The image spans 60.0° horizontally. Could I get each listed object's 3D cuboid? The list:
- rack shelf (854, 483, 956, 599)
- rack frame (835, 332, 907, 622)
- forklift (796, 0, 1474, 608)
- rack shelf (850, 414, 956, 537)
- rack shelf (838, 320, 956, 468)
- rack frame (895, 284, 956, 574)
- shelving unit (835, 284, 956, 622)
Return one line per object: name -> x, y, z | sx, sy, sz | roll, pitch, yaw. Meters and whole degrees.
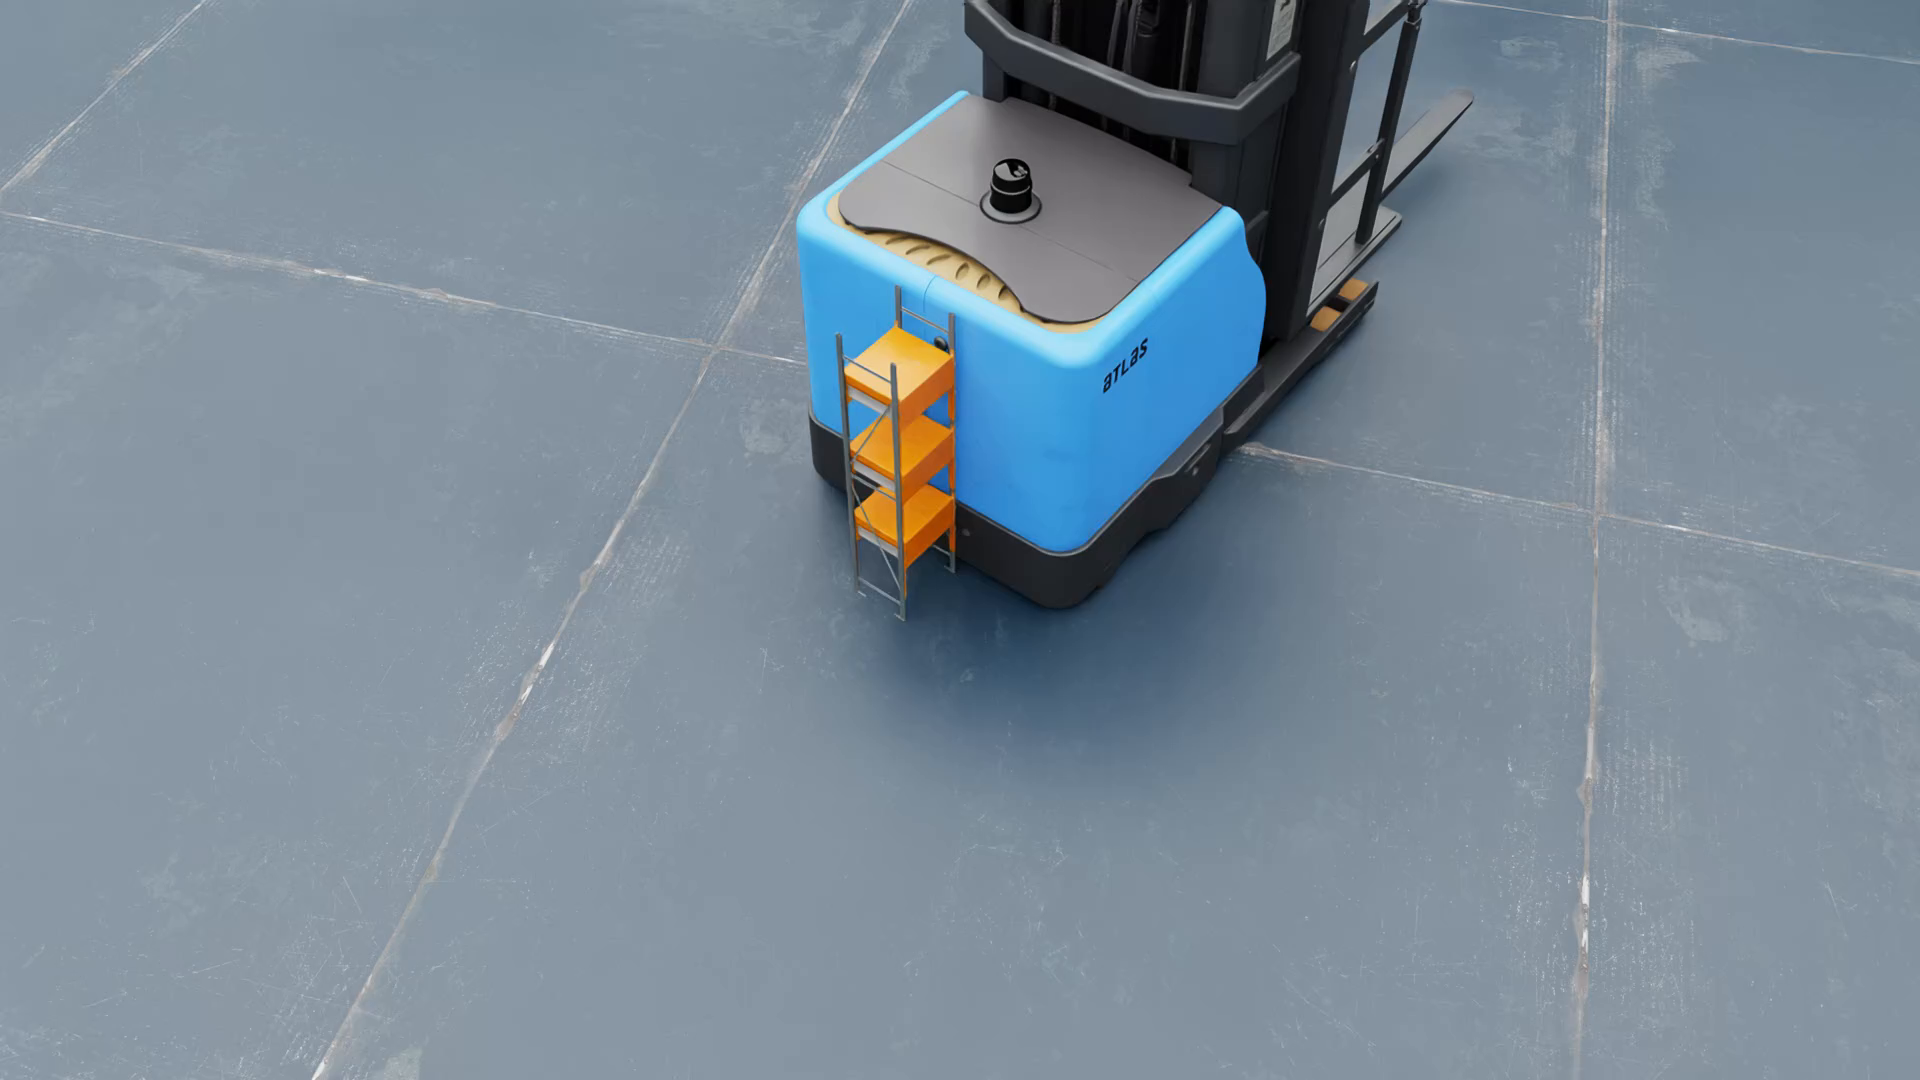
rack shelf -> -0.168, -0.027, 4.958 | 0.215, 0.259, 0.240 | 30, 55, 24
rack frame -> -0.243, -0.146, 4.678 | 0.200, 1.050, 0.008 | 30, 55, 24
forklift -> 0.822, -1.825, 4.906 | 1.130, 2.935, 3.031 | 30, 55, 24
rack shelf -> -0.168, -0.211, 4.750 | 0.215, 0.259, 0.240 | 30, 55, 24
rack shelf -> -0.168, -0.399, 4.537 | 0.215, 0.259, 0.240 | 30, 55, 24
rack frame -> -0.094, -0.290, 4.806 | 0.200, 1.050, 0.008 | 30, 55, 24
shelving unit -> -0.168, -0.218, 4.742 | 0.215, 1.050, 0.252 | 30, 55, 24
